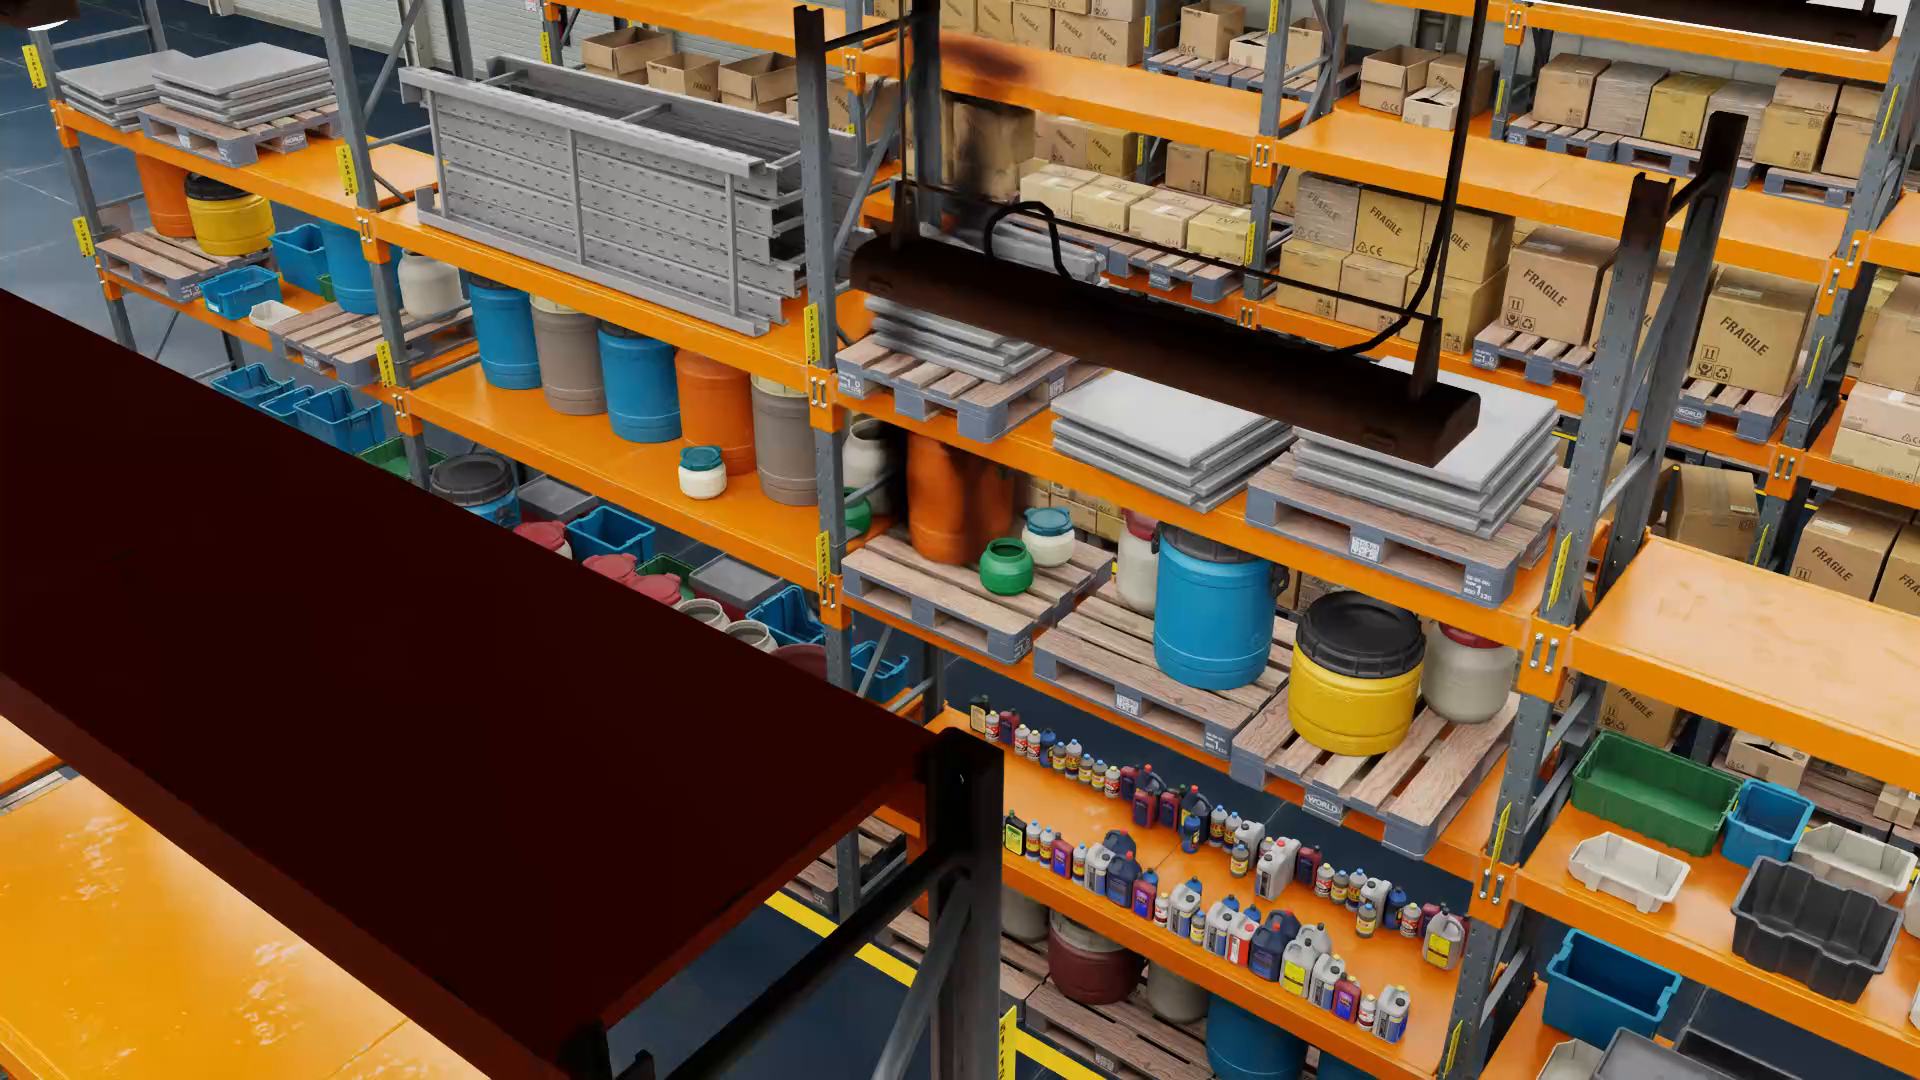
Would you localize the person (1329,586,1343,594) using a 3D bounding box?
[{"bbox_3d":[2.573,1.091,11.816,0.782,1.740,0.674,16,35,25],"label":"person"}]

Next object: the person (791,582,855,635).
[{"bbox_3d":[-1.193,0.256,13.285,0.585,1.671,0.609,22,38,32],"label":"person"}]
